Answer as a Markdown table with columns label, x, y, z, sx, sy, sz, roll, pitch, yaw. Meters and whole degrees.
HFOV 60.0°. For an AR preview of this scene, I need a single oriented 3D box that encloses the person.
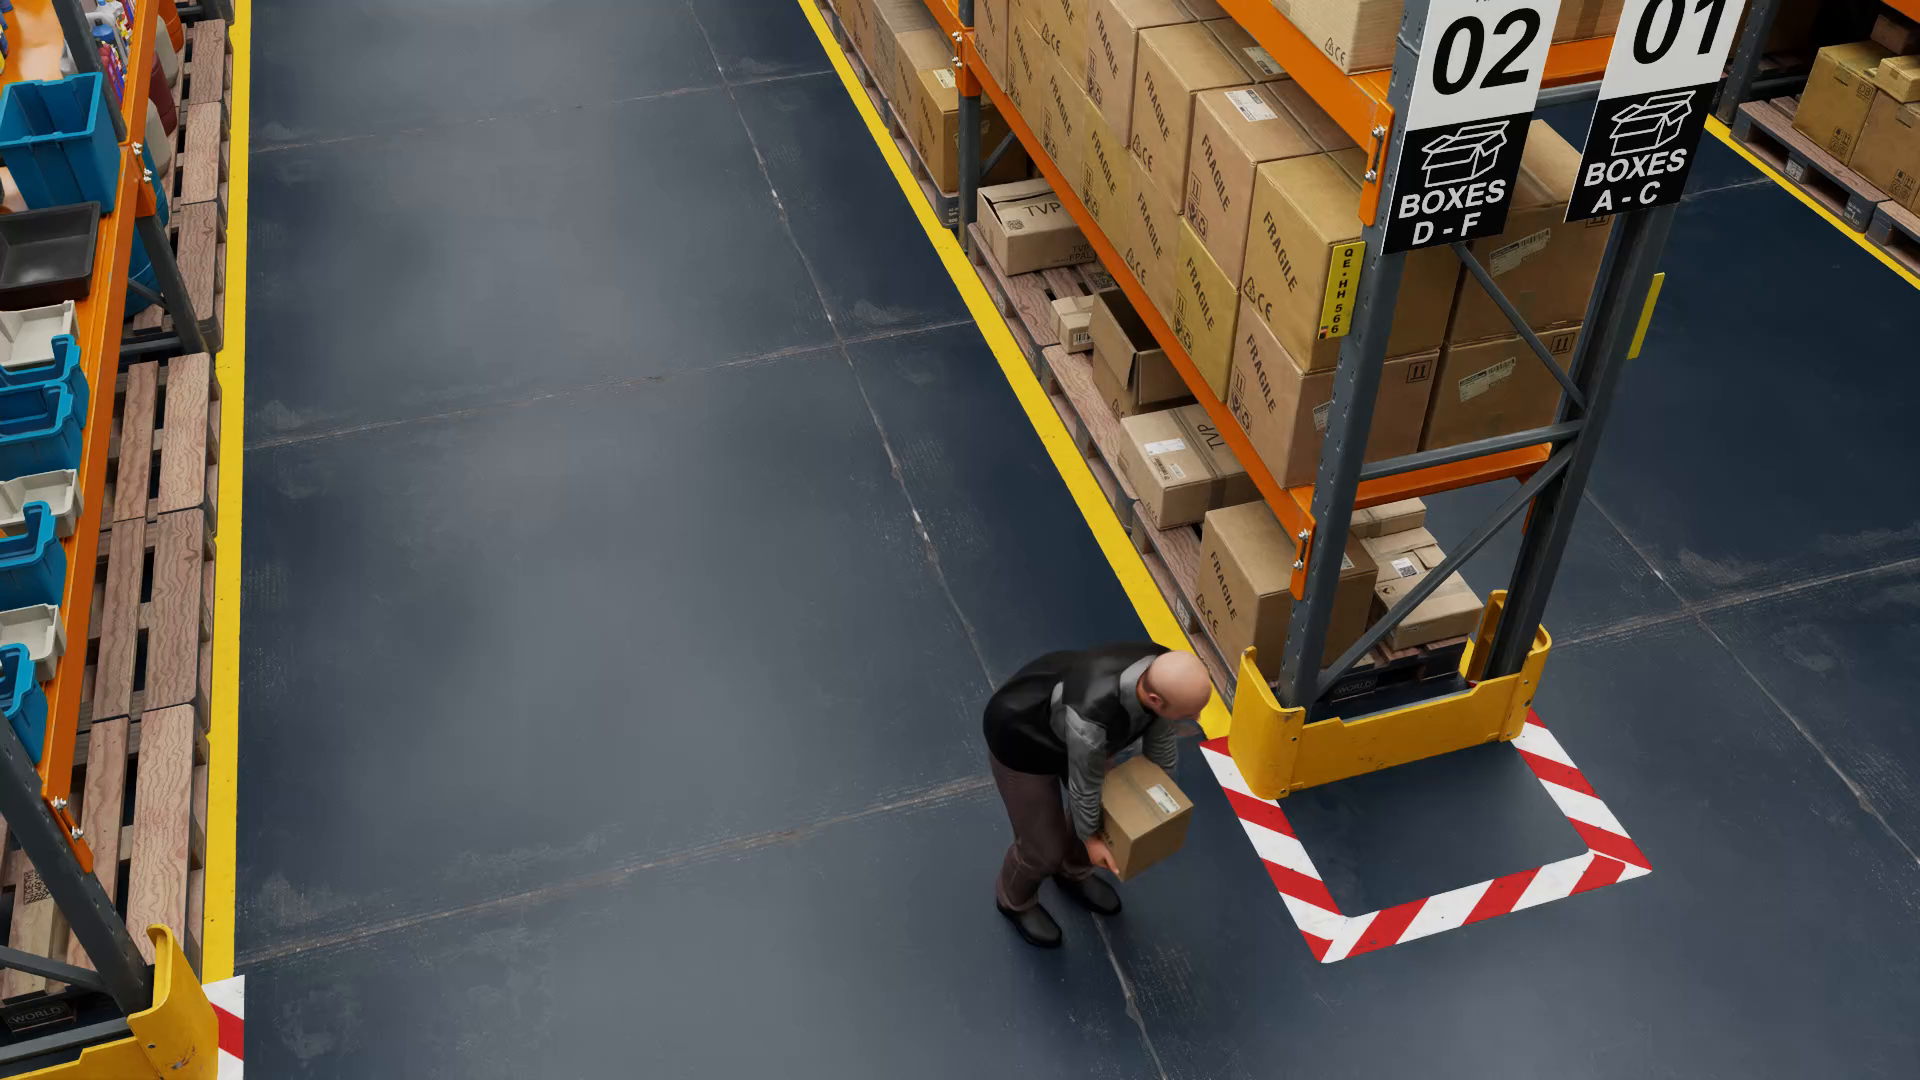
| label | x | y | z | sx | sy | sz | roll | pitch | yaw |
| --- | --- | --- | --- | --- | --- | --- | --- | --- | --- |
| person | 0.439 | 0.790 | 5.447 | 0.751 | 1.529 | 0.476 | 34 | 52 | 32 |
